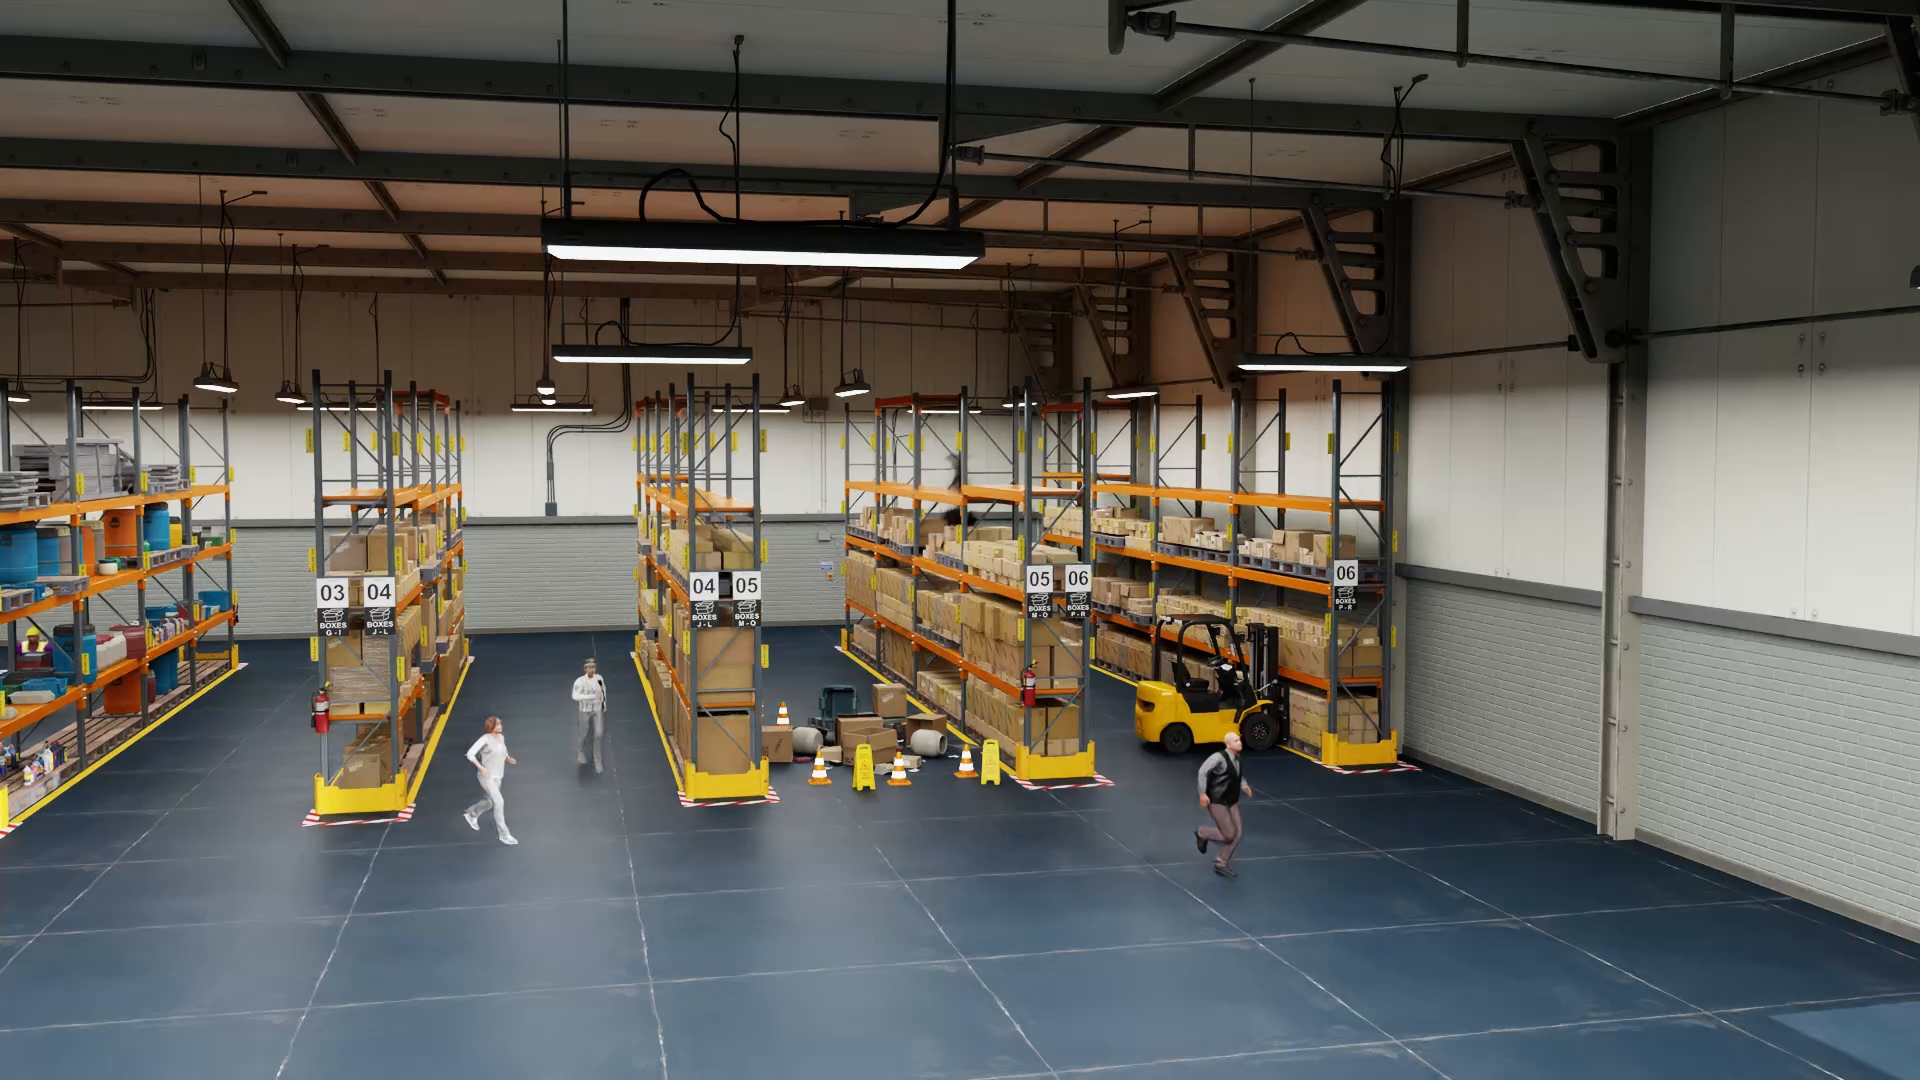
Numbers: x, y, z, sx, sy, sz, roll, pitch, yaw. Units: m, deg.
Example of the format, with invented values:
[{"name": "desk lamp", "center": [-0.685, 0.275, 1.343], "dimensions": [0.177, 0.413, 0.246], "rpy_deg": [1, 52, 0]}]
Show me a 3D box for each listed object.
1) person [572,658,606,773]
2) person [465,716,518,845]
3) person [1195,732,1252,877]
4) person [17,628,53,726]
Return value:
[{"name": "person", "center": [-5.699, 2.660, 25.594], "dimensions": [0.589, 1.720, 0.883], "rpy_deg": [-2, 4, -27]}, {"name": "person", "center": [-5.937, 3.045, 20.893], "dimensions": [0.870, 1.508, 0.551], "rpy_deg": [1, 4, 21]}, {"name": "person", "center": [3.062, 3.066, 19.370], "dimensions": [0.692, 1.679, 0.688], "rpy_deg": [-3, 5, -44]}, {"name": "person", "center": [-16.641, 2.437, 29.948], "dimensions": [0.716, 1.739, 0.838], "rpy_deg": [-1, 3, -9]}]
